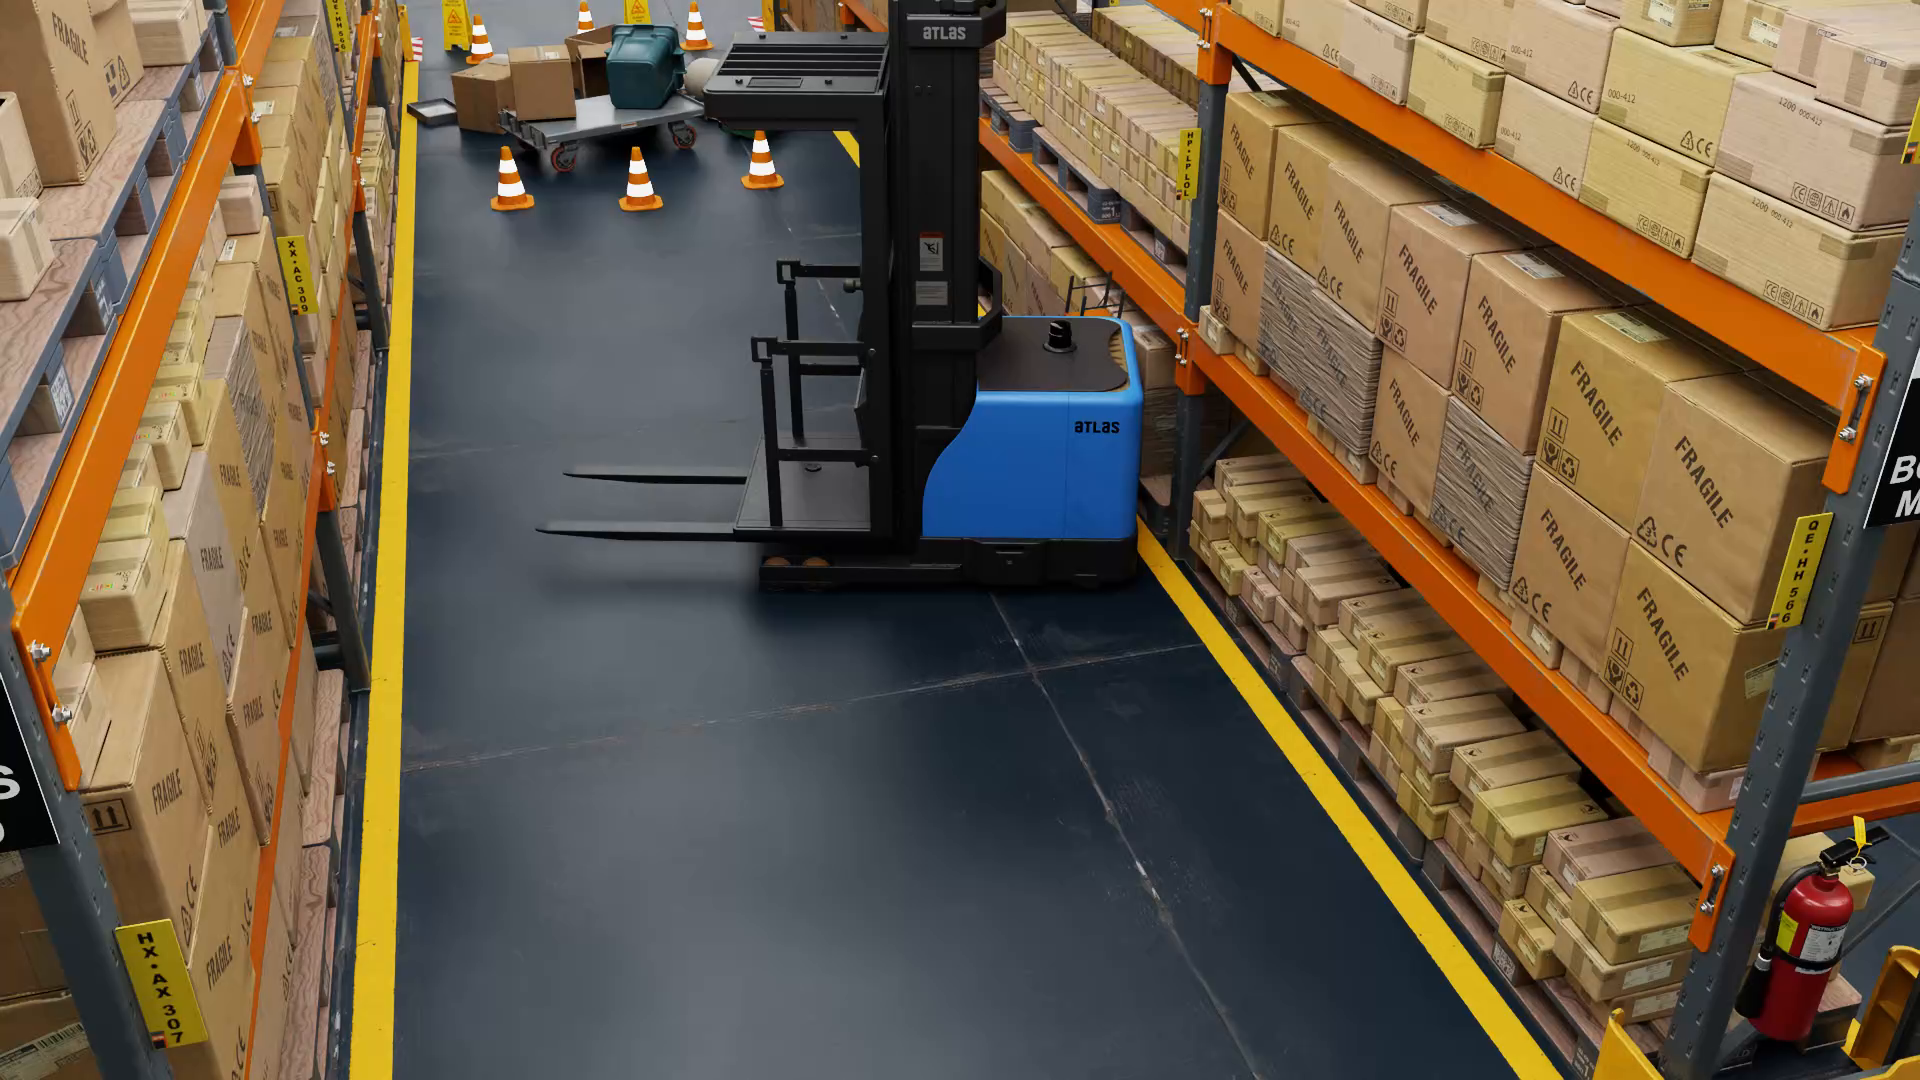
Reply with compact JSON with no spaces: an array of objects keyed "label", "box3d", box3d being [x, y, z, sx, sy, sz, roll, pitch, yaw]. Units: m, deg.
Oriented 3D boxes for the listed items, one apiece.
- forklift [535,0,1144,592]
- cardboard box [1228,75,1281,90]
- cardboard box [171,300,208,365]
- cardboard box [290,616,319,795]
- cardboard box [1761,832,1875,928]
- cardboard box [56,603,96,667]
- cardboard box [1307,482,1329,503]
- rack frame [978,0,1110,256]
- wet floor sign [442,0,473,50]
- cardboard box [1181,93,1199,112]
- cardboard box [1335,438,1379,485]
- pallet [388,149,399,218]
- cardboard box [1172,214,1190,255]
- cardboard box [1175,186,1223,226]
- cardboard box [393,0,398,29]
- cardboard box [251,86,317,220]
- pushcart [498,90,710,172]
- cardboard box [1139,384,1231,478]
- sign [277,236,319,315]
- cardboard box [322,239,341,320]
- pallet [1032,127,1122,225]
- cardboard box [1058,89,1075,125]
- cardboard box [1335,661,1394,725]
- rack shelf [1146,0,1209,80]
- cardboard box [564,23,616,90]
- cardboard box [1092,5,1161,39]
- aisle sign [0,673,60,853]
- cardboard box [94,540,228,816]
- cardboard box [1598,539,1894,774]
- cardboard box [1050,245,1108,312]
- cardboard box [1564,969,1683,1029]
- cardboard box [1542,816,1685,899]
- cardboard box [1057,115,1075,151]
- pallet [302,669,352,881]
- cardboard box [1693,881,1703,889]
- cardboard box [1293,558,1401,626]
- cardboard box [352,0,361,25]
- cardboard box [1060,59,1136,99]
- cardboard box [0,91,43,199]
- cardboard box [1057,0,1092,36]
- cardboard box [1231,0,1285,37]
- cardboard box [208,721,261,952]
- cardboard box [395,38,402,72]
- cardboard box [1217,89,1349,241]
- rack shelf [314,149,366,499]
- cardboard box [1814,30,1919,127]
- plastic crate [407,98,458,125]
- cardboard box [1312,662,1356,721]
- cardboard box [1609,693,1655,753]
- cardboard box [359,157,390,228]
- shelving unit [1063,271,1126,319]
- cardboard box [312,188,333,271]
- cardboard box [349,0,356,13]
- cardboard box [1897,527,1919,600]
[{"label":"forklift","box3d":[-0.624,-1.276,8.028,3.031,2.935,1.130,1,30,1]},{"label":"cardboard box","box3d":[1.565,-2.484,9.284,0.380,0.149,0.250,-7,31,-11]},{"label":"cardboard box","box3d":[-2.508,-0.595,5.038,0.380,0.149,0.250,-8,31,-14]},{"label":"cardboard box","box3d":[-3.112,0.674,6.729,0.875,0.438,0.875,-8,31,-14]},{"label":"cardboard box","box3d":[2.820,1.151,5.600,0.380,0.149,0.250,-9,31,-16]},{"label":"cardboard box","box3d":[-2.079,0.279,3.527,0.380,0.149,0.250,-7,31,-12]},{"label":"cardboard box","box3d":[1.960,-0.244,8.307,0.380,0.149,0.250,-7,31,-12]},{"label":"rack frame","box3d":[0.509,-3.209,11.300,1.000,3.000,0.127,-8,31,-13]},{"label":"wet floor sign","box3d":[-5.379,-5.581,17.748,0.267,0.644,0.232,2,30,4]},{"label":"cardboard box","box3d":[1.492,-2.486,9.585,0.380,0.149,0.250,-8,31,-14]},{"label":"cardboard box","box3d":[1.726,-0.359,6.626,0.380,0.149,0.250,-7,31,-11]},{"label":"pallet","box3d":[-5.091,-2.851,13.466,1.003,0.211,1.213,-8,31,-13]},{"label":"cardboard box","box3d":[1.274,-1.516,8.206,0.380,0.149,0.250,-9,31,-14]},{"label":"cardboard box","box3d":[1.274,-1.645,8.132,0.380,0.149,0.250,-7,31,-12]},{"label":"cardboard box","box3d":[-5.896,-5.330,16.541,0.500,0.500,0.500,-8,31,-13]},{"label":"cardboard box","box3d":[-3.307,-1.782,7.736,0.500,0.500,0.500,-9,31,-15]},{"label":"pushcart","box3d":[-3.114,-3.627,14.639,1.648,0.377,0.936,-20,35,-30]},{"label":"cardboard box","box3d":[1.131,-0.701,9.043,0.500,0.500,0.500,-8,31,-14]},{"label":"sign","box3d":[-2.641,-1.054,6.633,0.100,0.325,0.005,-8,31,-13]},{"label":"cardboard box","box3d":[-3.297,-1.252,8.069,0.500,0.250,0.500,-8,31,-14]},{"label":"pallet","box3d":[1.074,-2.176,9.706,1.003,0.211,1.213,-8,31,-13]},{"label":"cardboard box","box3d":[0.787,-2.529,9.660,0.380,0.149,0.250,-8,31,-14]},{"label":"cardboard box","box3d":[1.777,0.606,6.838,0.380,0.149,0.250,-8,31,-13]},{"label":"rack shelf","box3d":[1.039,-3.230,9.060,1.077,0.370,4.000,-8,31,-13]},{"label":"cardboard box","box3d":[-3.453,-4.774,16.496,0.637,0.503,0.797,19,35,29]},{"label":"cardboard box","box3d":[1.081,-3.364,10.805,0.380,0.149,0.250,-9,31,-15]},{"label":"aisle sign","box3d":[-1.815,0.233,2.759,0.394,0.787,0.004,-8,31,-13]},{"label":"cardboard box","box3d":[-2.110,0.367,4.023,0.500,0.500,0.500,-9,31,-15]},{"label":"cardboard box","box3d":[2.265,0.300,4.841,0.500,0.500,0.500,-7,31,-12]},{"label":"cardboard box","box3d":[0.851,-1.531,9.729,0.500,0.250,0.500,-9,31,-15]},{"label":"cardboard box","box3d":[2.291,1.480,5.625,0.380,0.149,0.250,-7,31,-12]},{"label":"cardboard box","box3d":[2.236,1.098,5.691,0.380,0.149,0.250,-7,31,-12]},{"label":"cardboard box","box3d":[0.787,-2.399,9.732,0.380,0.149,0.250,-7,31,-13]},{"label":"pallet","box3d":[-3.049,1.014,6.787,1.003,0.211,1.213,-8,31,-13]},{"label":"cardboard box","box3d":[2.722,1.151,5.897,0.380,0.149,0.250,-8,31,-14]},{"label":"cardboard box","box3d":[1.673,0.224,7.201,0.380,0.149,0.250,-7,31,-12]},{"label":"cardboard box","box3d":[-4.669,-3.923,12.366,0.380,0.149,0.250,-8,31,-13]},{"label":"cardboard box","box3d":[0.795,-2.656,9.582,0.380,0.149,0.250,-7,31,-12]},{"label":"cardboard box","box3d":[-2.463,-0.853,3.804,0.500,0.311,0.500,-7,31,-12]},{"label":"cardboard box","box3d":[0.650,-3.505,11.712,0.500,0.500,0.500,-8,31,-13]},{"label":"cardboard box","box3d":[1.439,-2.252,6.802,0.500,0.250,0.500,-6,31,-11]},{"label":"cardboard box","box3d":[-2.125,0.808,4.260,0.500,0.500,0.500,-8,31,-14]},{"label":"cardboard box","box3d":[-5.757,-4.752,16.291,0.500,0.250,0.500,-8,31,-13]},{"label":"cardboard box","box3d":[1.455,-1.632,7.180,0.500,0.500,0.500,-7,31,-12]},{"label":"rack shelf","box3d":[-3.706,-1.225,8.590,1.077,0.370,4.000,-8,31,-13]},{"label":"cardboard box","box3d":[2.260,-1.089,3.896,0.380,0.149,0.250,-8,31,-14]},{"label":"plastic crate","box3d":[-4.925,-4.038,15.646,0.402,0.080,0.583,-20,35,-30]},{"label":"cardboard box","box3d":[1.741,0.615,7.120,0.380,0.149,0.250,-9,31,-15]},{"label":"cardboard box","box3d":[2.243,0.518,5.111,0.380,0.149,0.250,-8,31,-13]},{"label":"cardboard box","box3d":[-4.777,-2.543,12.354,0.950,0.372,0.625,-7,31,-12]},{"label":"shelving unit","box3d":[0.673,-0.917,9.127,0.258,1.200,0.189,-10,47,-16]},{"label":"cardboard box","box3d":[-3.294,-1.467,7.941,0.500,0.250,0.500,-7,31,-13]},{"label":"cardboard box","box3d":[-4.691,-4.106,12.034,0.500,0.500,0.500,-7,31,-12]},{"label":"cardboard box","box3d":[2.769,-0.202,4.710,0.500,0.500,0.500,-8,31,-14]}]
